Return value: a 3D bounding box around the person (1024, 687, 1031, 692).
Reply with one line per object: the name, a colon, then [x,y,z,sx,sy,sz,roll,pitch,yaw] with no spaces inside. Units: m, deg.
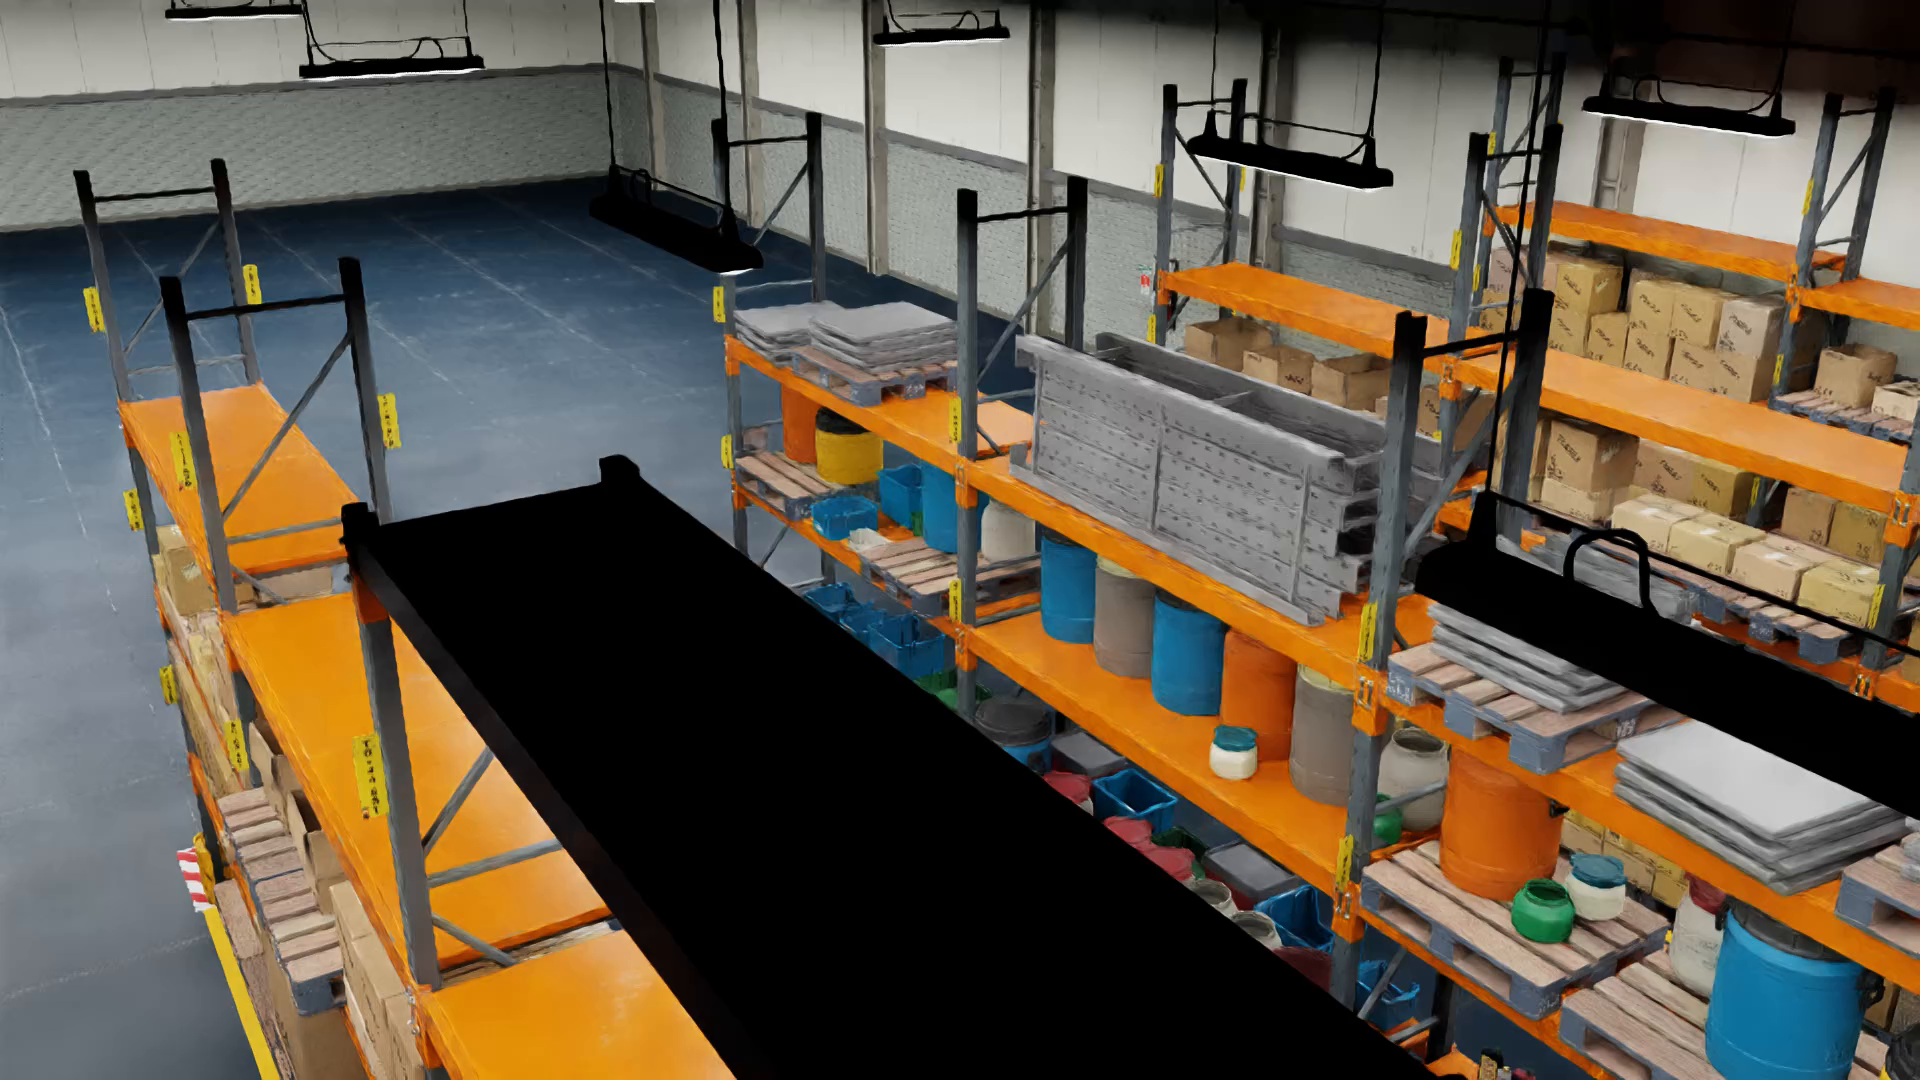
person: [1.179,0.841,17.123,0.917,1.611,0.590,13,25,29]
